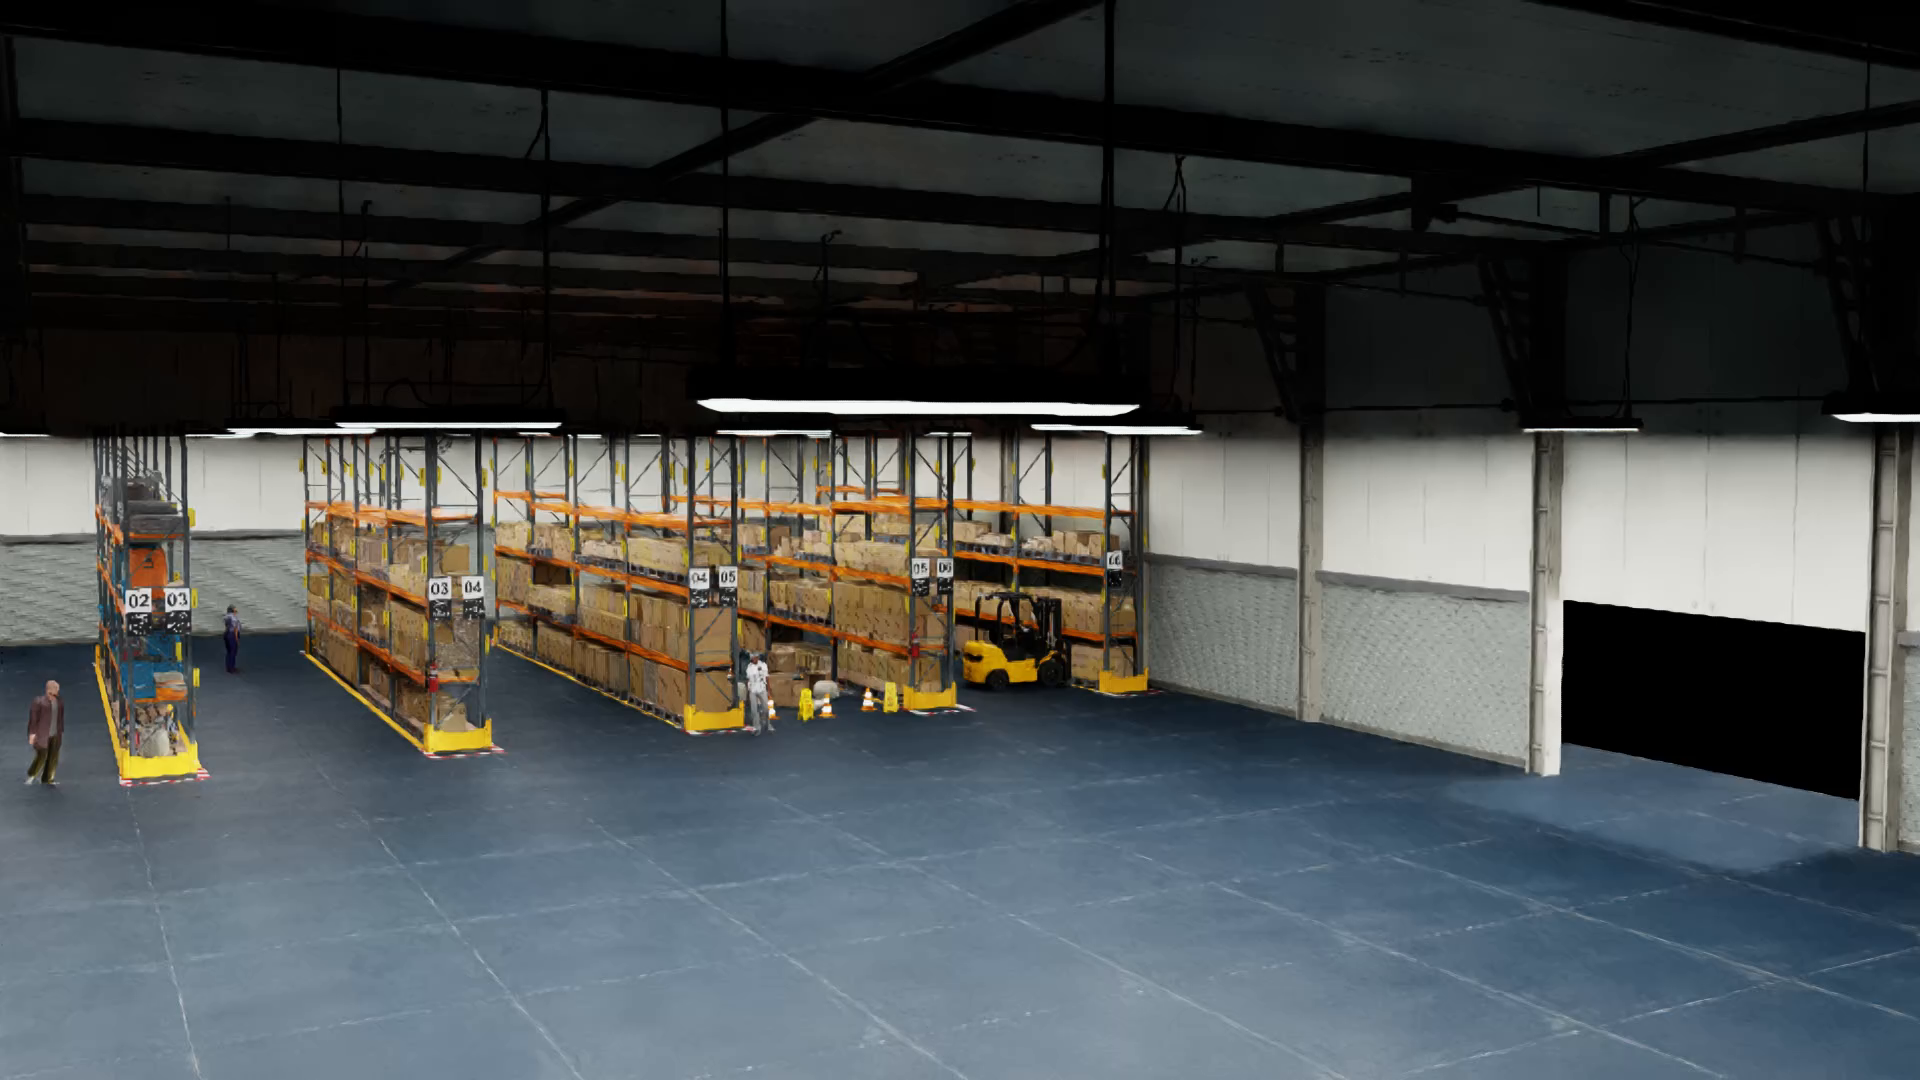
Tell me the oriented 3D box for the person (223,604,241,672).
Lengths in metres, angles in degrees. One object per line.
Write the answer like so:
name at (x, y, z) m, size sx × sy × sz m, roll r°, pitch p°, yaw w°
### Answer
person at (-17.907, 2.411, 40.945) m, size 0.603 × 1.637 × 0.378 m, roll 3°, pitch 5°, yaw 44°

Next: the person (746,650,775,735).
person at (-3.885, 2.939, 32.346) m, size 0.516 × 1.663 × 0.549 m, roll 1°, pitch 4°, yaw 10°

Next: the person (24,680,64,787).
person at (-15.069, 3.182, 27.355) m, size 0.578 × 1.772 × 0.623 m, roll 2°, pitch 4°, yaw 26°
